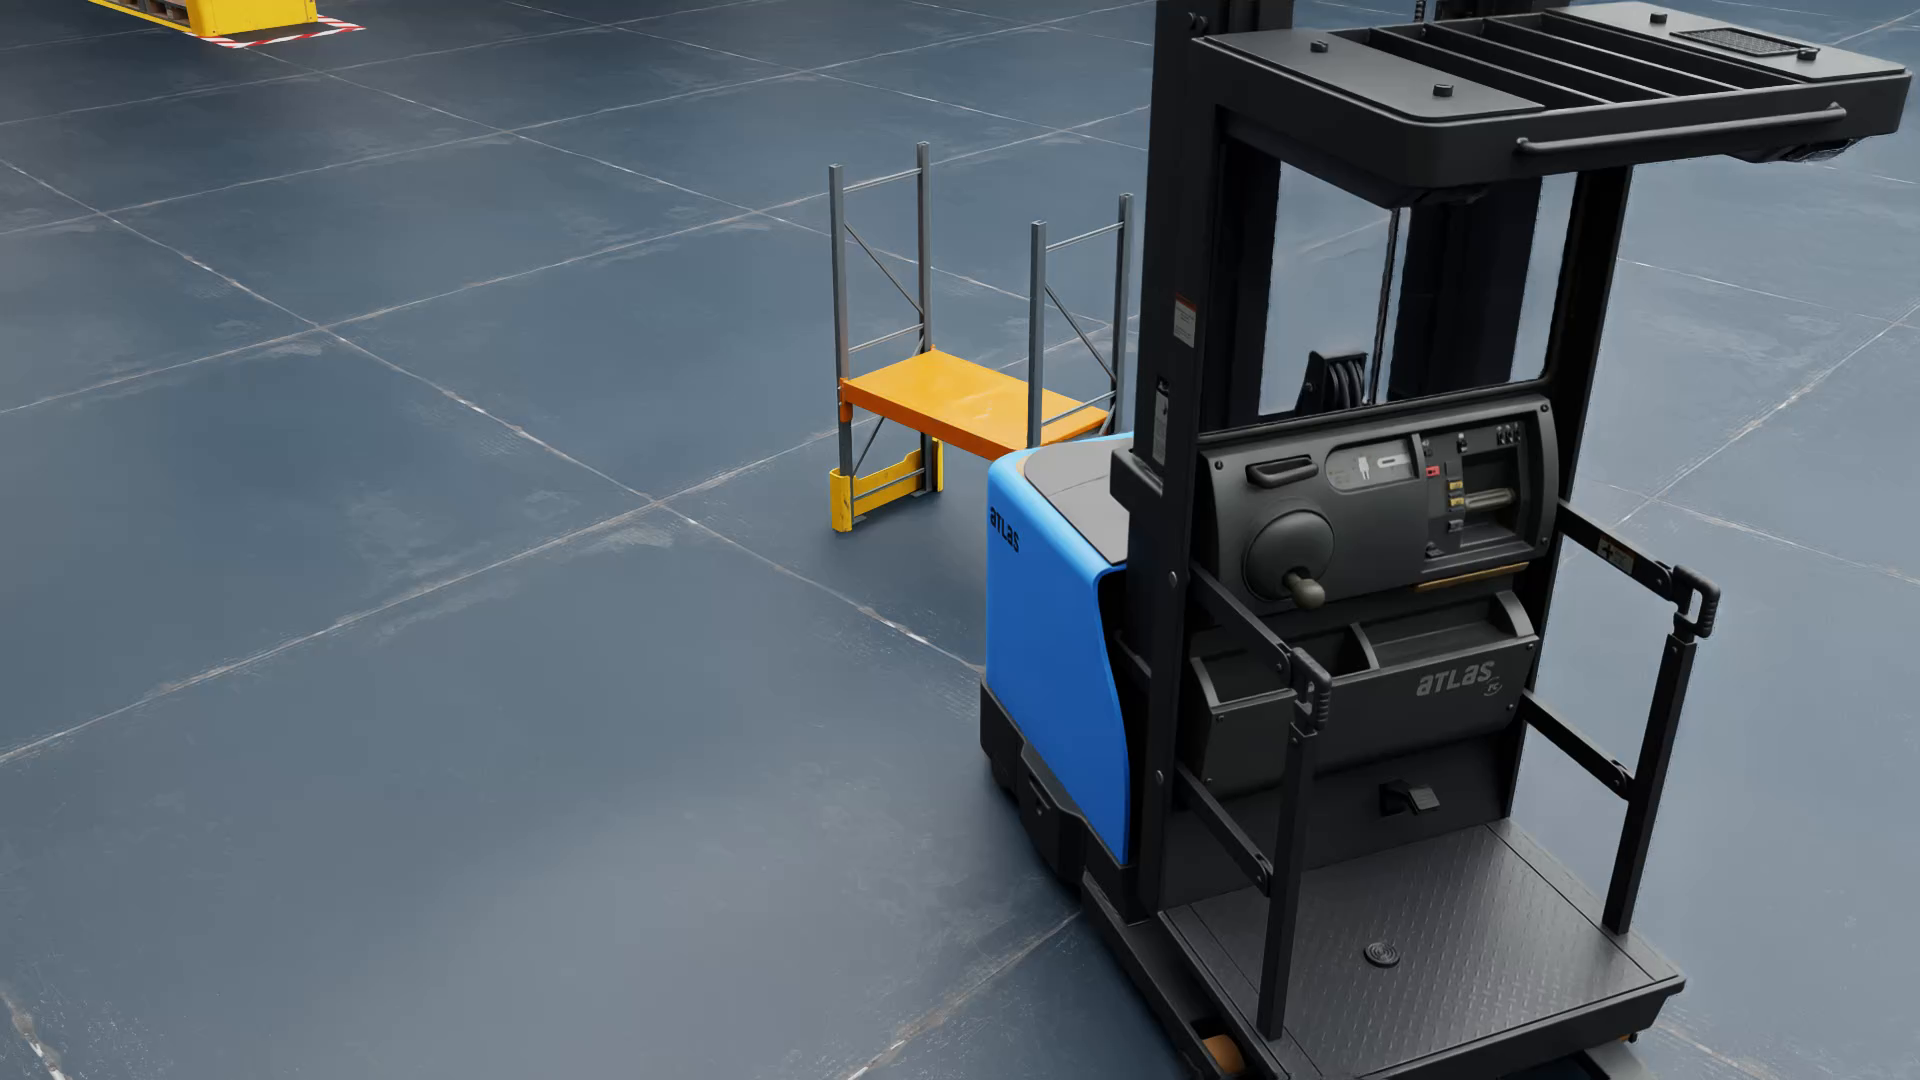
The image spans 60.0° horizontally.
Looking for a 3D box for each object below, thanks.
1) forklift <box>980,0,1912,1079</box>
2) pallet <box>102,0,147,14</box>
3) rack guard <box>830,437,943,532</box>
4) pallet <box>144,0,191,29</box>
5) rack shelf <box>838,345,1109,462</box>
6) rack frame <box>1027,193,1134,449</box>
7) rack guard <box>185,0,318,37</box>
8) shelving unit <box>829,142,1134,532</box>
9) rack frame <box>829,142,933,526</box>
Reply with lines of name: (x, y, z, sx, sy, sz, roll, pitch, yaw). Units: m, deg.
forklift: (1.073, -0.045, 3.686, 1.130, 2.935, 3.031, -10, 29, -19)
pallet: (-8.362, -5.805, 17.563, 1.213, 0.211, 1.003, 25, 36, 38)
rack guard: (-0.301, -0.248, 6.954, 0.087, 0.250, 0.587, 25, 36, 38)
pallet: (-7.496, -5.407, 16.806, 1.213, 0.211, 1.003, 25, 36, 38)
rack shelf: (0.061, -0.477, 6.432, 1.000, 0.185, 0.538, 25, 36, 38)
rack frame: (0.423, -0.470, 6.033, 0.032, 1.500, 0.500, 25, 36, 38)
rack guard: (-6.921, -5.268, 16.231, 0.348, 0.500, 1.175, 25, 36, 38)
shelving unit: (0.054, -0.639, 6.354, 1.083, 1.500, 0.587, 25, 36, 38)
rack frame: (-0.302, -0.802, 6.663, 0.032, 1.500, 0.500, 25, 36, 38)
